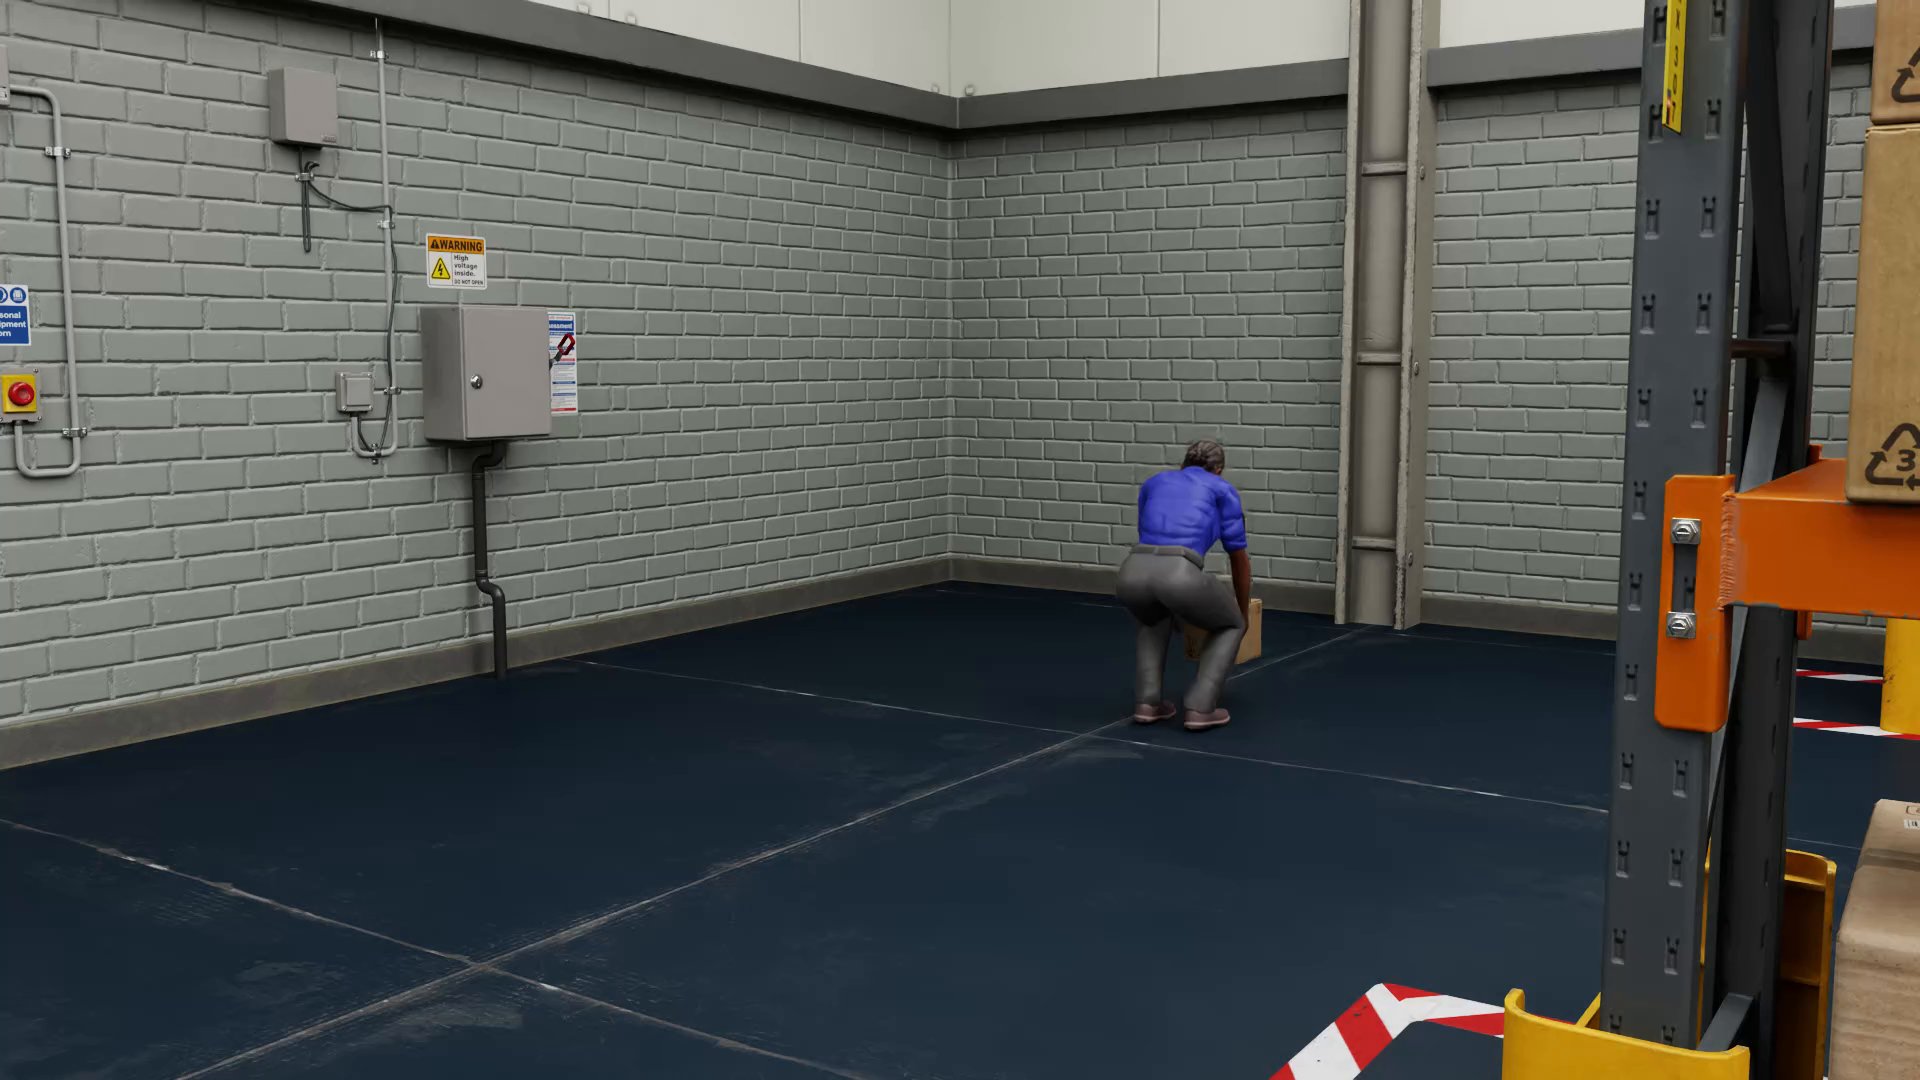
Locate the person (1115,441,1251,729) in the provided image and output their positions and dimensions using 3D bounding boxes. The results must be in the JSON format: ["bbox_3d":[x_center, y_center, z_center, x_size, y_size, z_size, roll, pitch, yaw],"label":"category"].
[{"bbox_3d":[0.890,0.179,6.788,0.497,1.139,0.732,4,8,33],"label":"person"}]
